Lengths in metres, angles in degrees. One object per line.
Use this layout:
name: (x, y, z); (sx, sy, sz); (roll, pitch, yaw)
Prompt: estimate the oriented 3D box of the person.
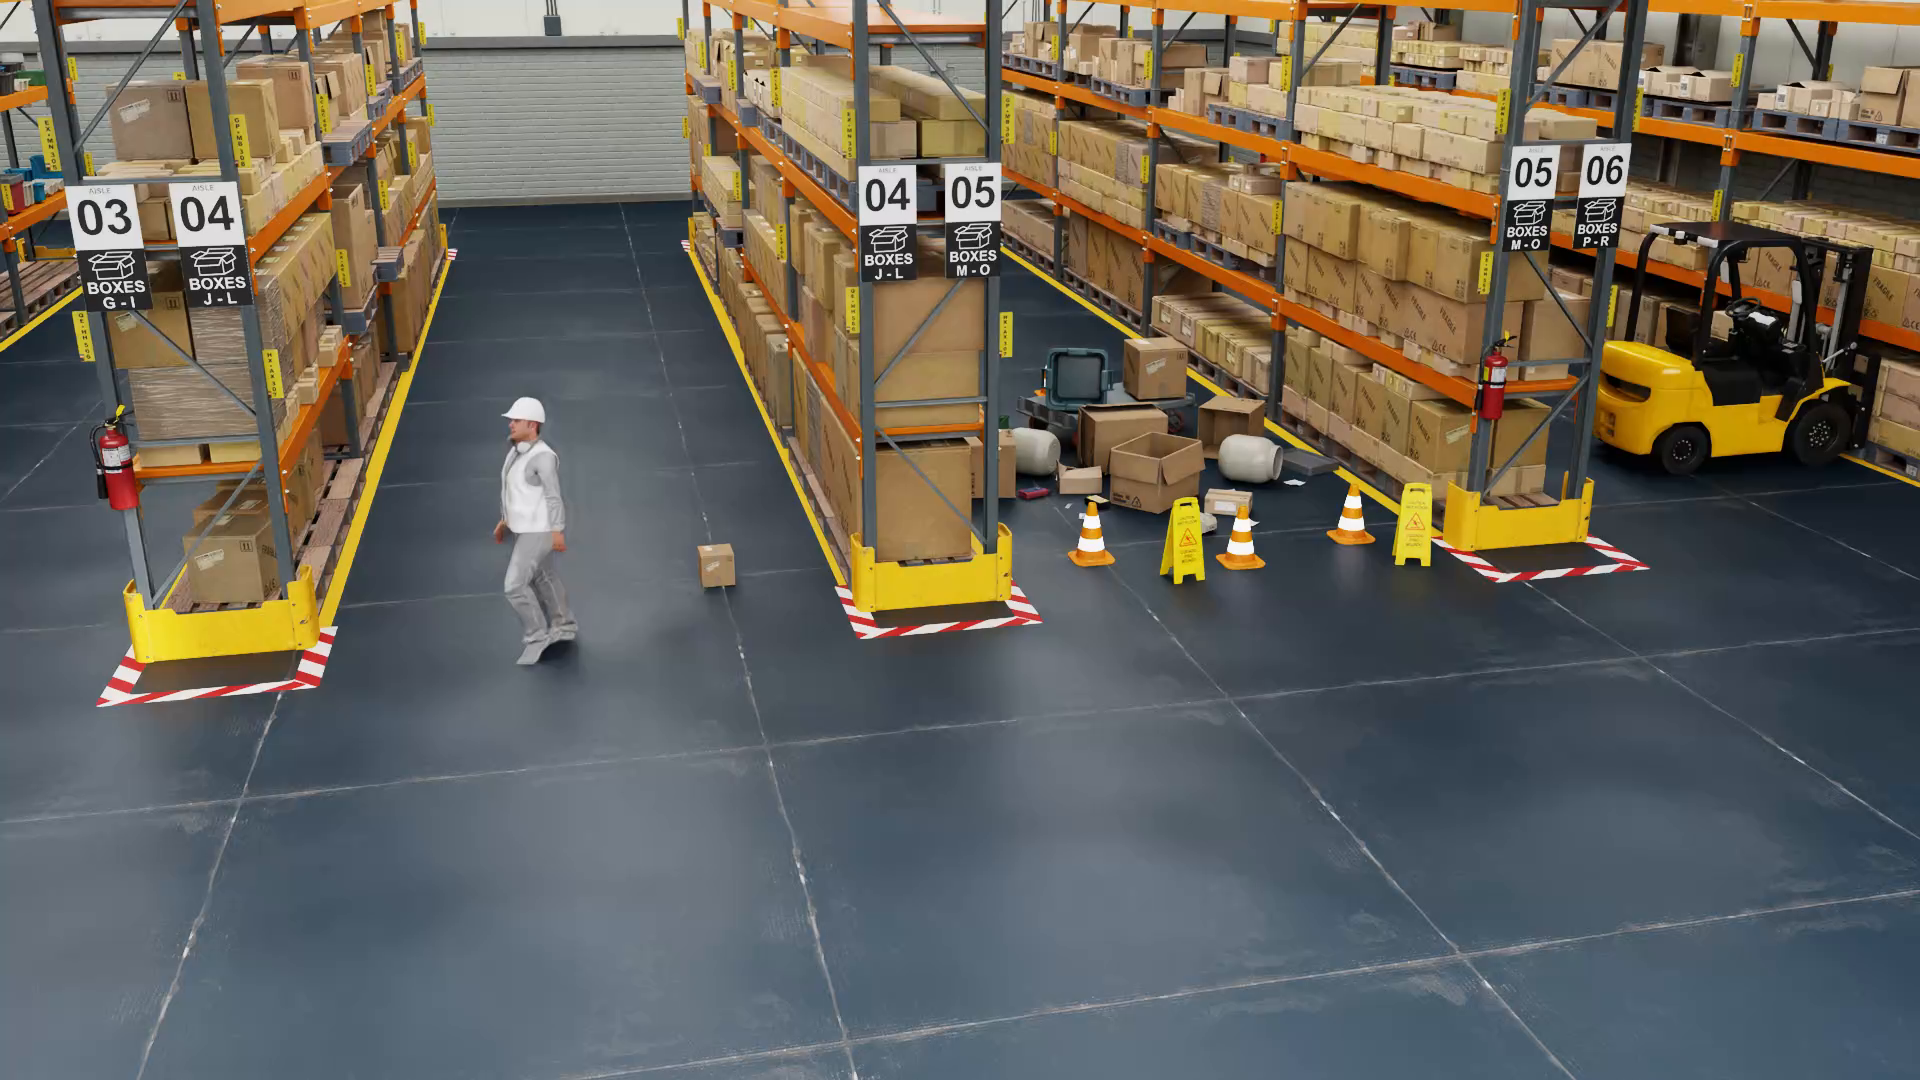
person: (-2.896, -0.065, 11.243); (0.538, 1.831, 0.532); (-12, 23, -30)
